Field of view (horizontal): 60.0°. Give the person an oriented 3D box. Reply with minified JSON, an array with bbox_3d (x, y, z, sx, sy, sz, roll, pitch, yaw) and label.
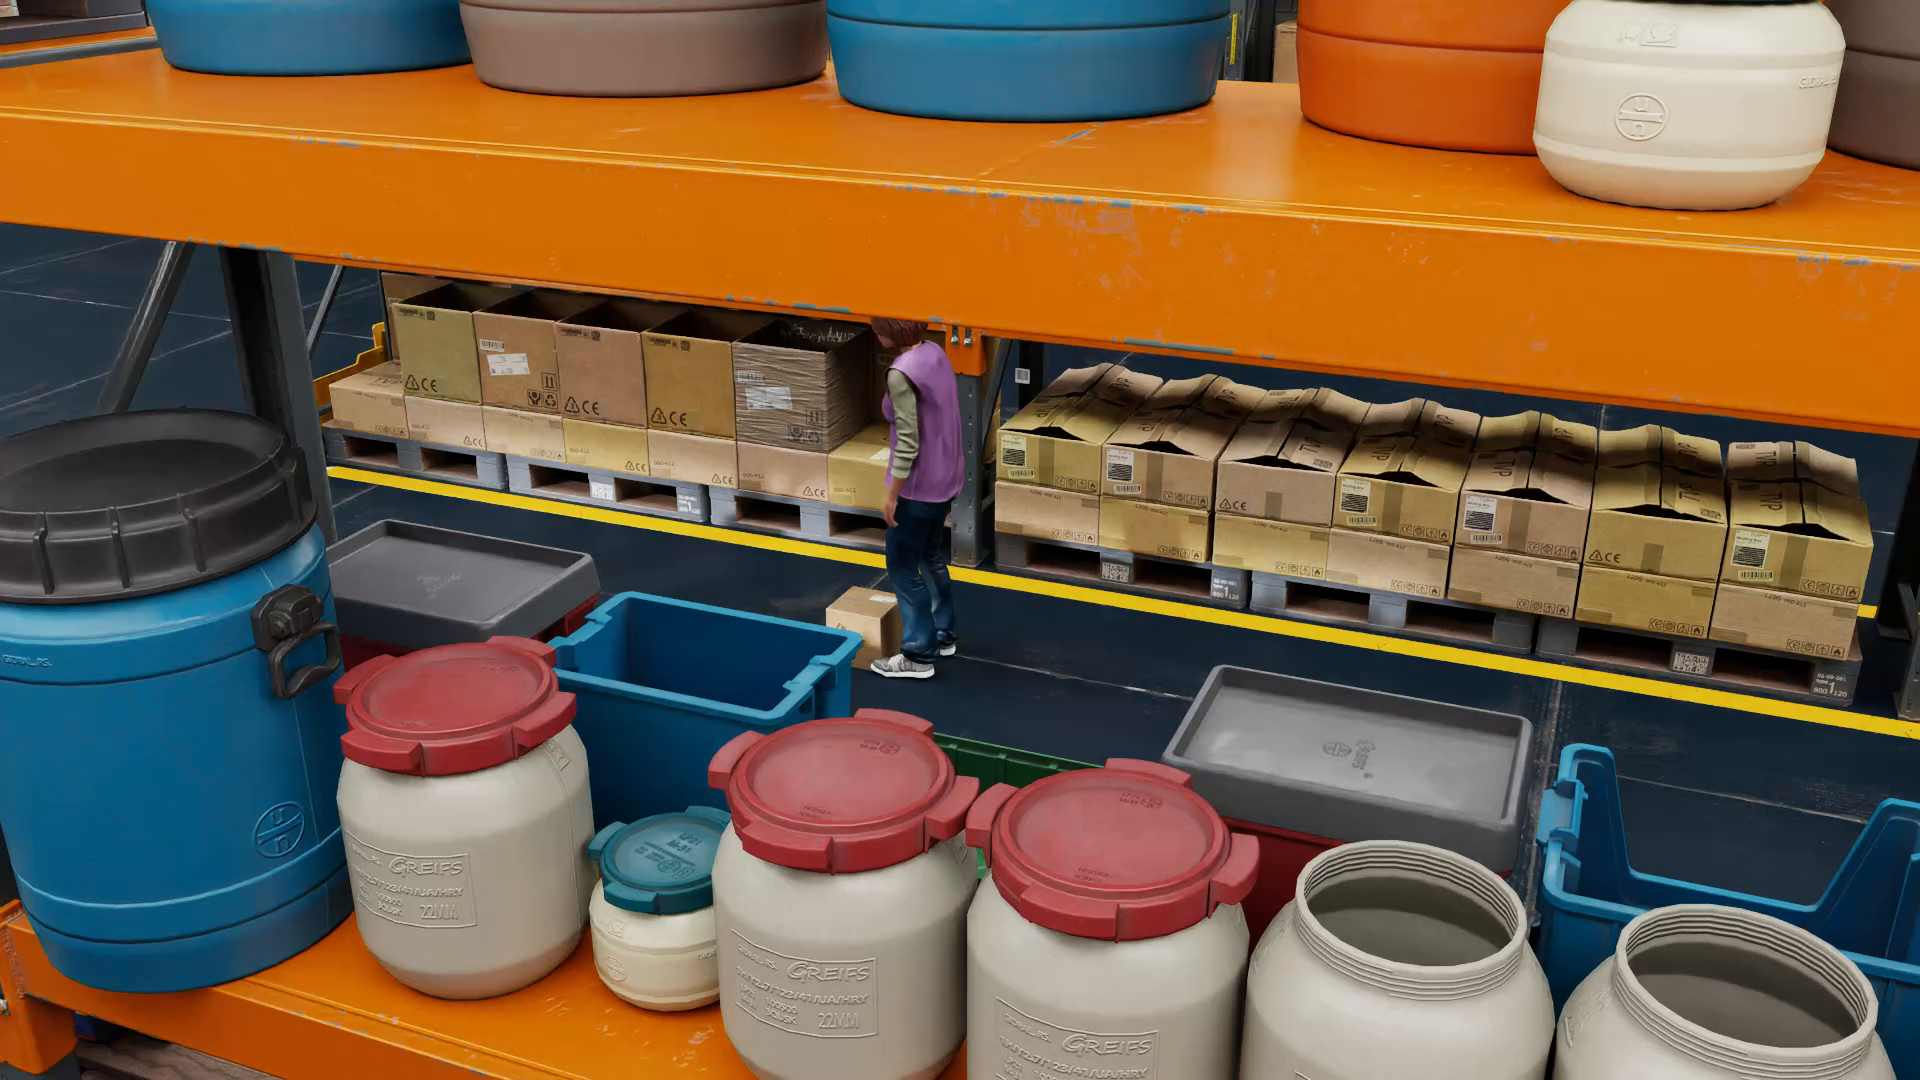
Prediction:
[{"bbox_3d":[-0.167,-0.211,6.615,0.345,1.590,0.465,9,24,21],"label":"person"}]
